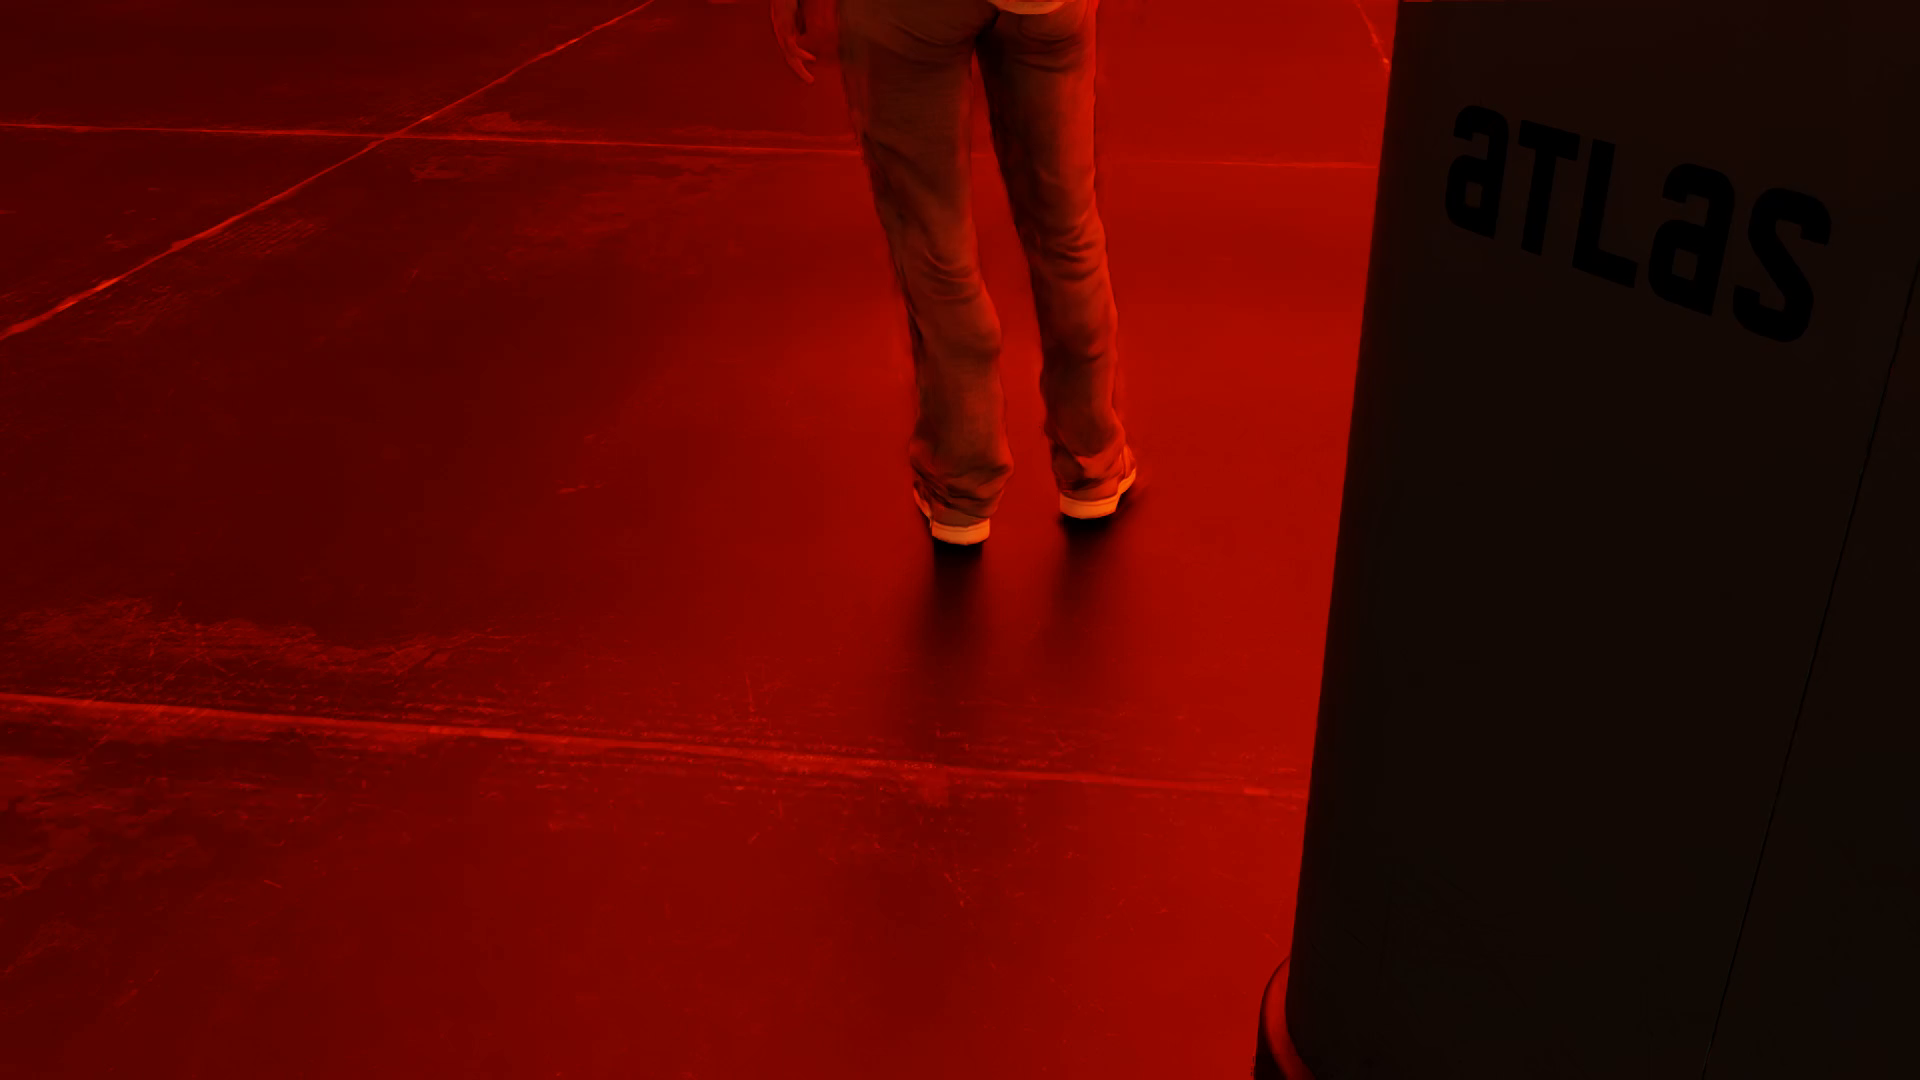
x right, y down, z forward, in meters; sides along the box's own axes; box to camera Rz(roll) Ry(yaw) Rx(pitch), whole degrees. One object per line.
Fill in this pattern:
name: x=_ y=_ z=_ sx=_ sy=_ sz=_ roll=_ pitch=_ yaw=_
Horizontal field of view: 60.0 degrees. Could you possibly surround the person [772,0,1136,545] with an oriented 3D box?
person: x=0.041 y=-0.731 z=2.185 sx=0.617 sy=1.585 sz=0.358 roll=-13 pitch=29 yaw=-24
